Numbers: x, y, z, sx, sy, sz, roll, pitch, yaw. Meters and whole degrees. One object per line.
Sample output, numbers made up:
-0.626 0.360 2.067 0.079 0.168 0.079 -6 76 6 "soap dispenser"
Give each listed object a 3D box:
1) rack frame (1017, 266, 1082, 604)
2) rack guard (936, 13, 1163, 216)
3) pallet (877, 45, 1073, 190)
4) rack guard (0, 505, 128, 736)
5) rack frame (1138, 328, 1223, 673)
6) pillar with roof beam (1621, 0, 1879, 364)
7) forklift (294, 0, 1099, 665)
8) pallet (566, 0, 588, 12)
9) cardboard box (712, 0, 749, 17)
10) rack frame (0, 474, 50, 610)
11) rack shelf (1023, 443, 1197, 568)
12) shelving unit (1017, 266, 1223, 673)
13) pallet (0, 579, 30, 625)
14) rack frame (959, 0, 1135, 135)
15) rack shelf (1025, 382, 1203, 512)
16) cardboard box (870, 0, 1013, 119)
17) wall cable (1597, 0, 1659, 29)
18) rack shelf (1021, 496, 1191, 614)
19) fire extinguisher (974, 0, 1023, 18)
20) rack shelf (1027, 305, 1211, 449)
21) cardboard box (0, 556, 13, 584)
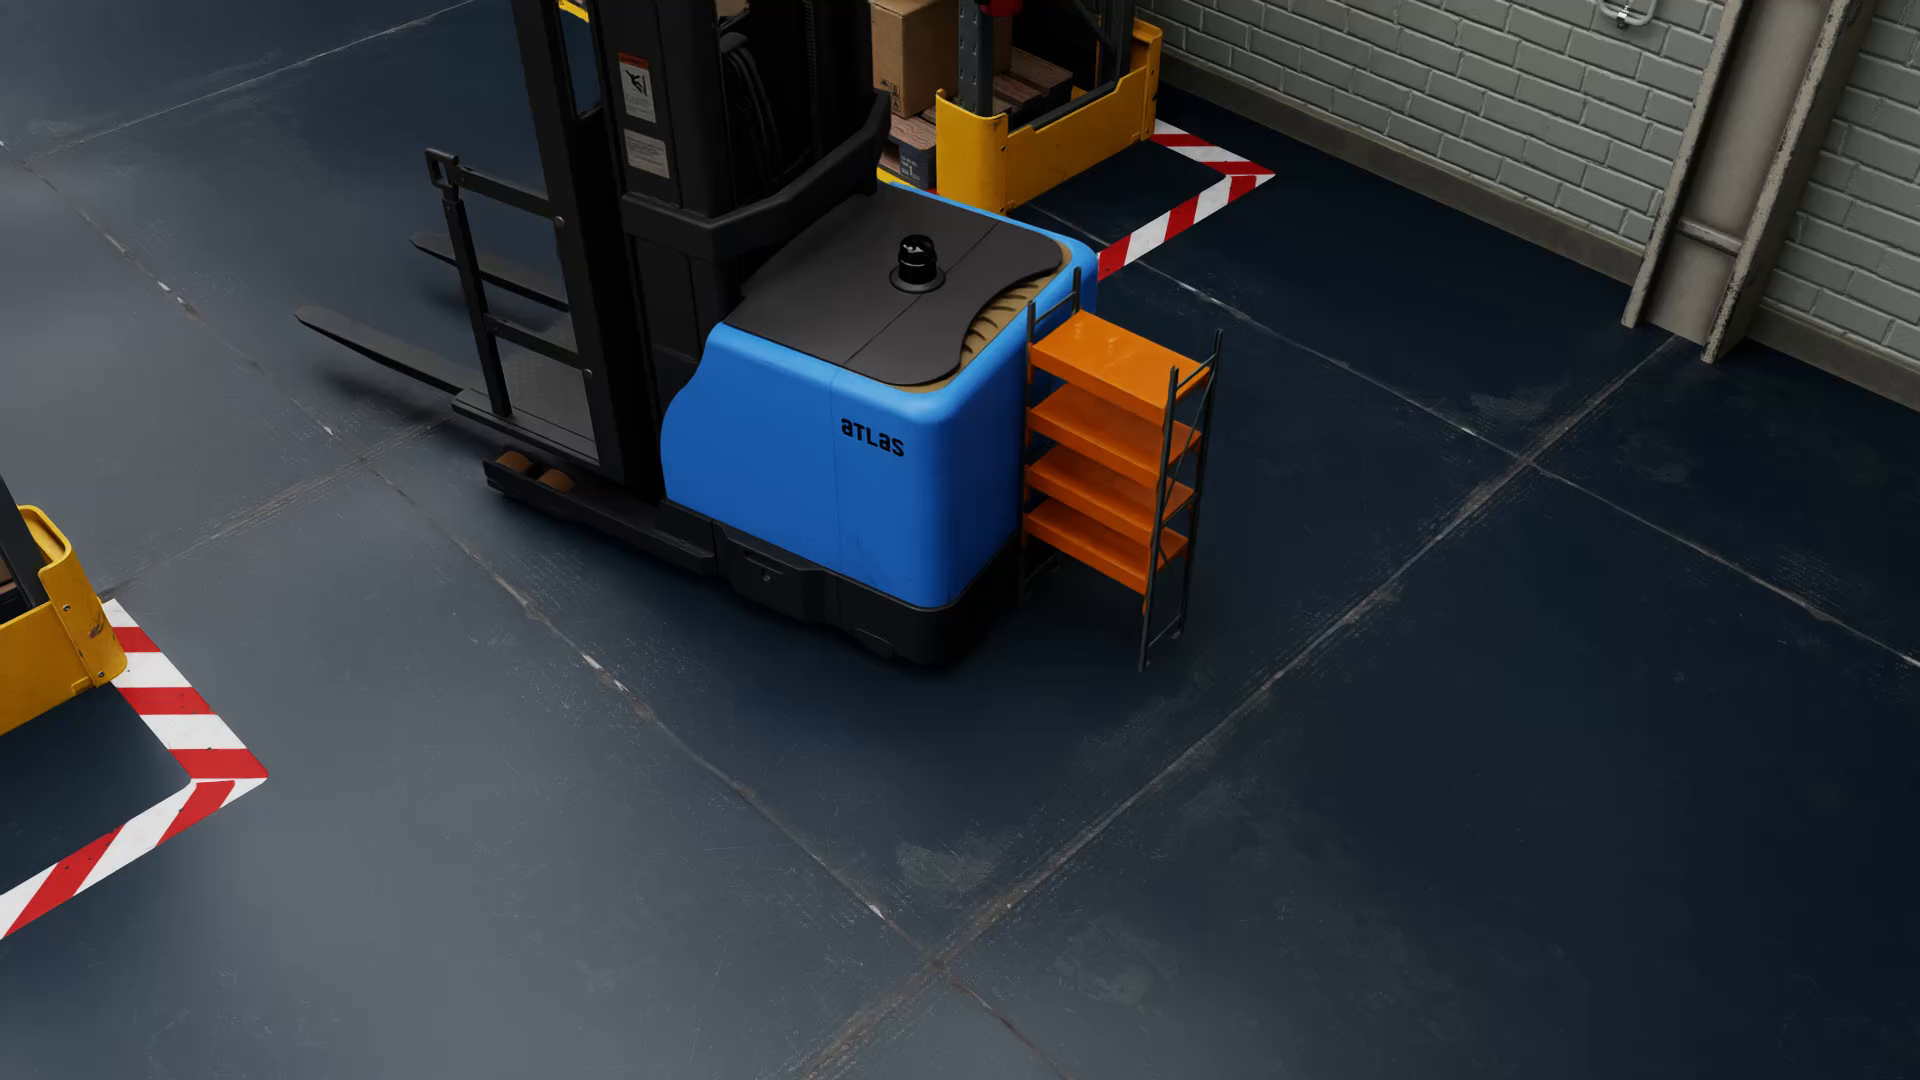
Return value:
0.273 -0.292 5.182 0.015 1.200 0.240 29 50 28 "rack frame"
0.405 -1.907 7.446 1.175 0.500 0.348 -34 53 -31 "rack guard"
-0.232 -2.160 7.932 1.003 0.211 1.213 -34 53 -31 "pallet"
-3.170 0.420 4.927 1.175 0.500 0.348 -34 53 -31 "rack guard"
0.650 -0.082 4.955 0.015 1.200 0.240 29 50 28 "rack frame"
-0.141 -2.094 1.386 9.100 9.000 0.400 -34 53 -31 "pillar with roof beam"
-1.081 -1.440 5.149 3.031 2.935 1.130 22 47 22 "forklift"
-1.955 -3.332 9.200 1.003 0.211 1.213 -34 53 -31 "pallet"
-0.886 -2.843 8.149 0.500 0.500 0.700 32 52 30 "cardboard box"
-3.117 -0.461 4.039 1.000 3.000 0.127 -34 53 -31 "rack frame"
0.461 -0.138 5.114 0.480 0.148 0.258 29 50 28 "rack shelf"
0.461 -0.187 5.069 0.503 1.200 0.258 29 50 28 "shelving unit"
-3.734 0.144 5.439 1.003 0.211 1.213 -34 53 -31 "pallet"
0.388 -2.837 6.610 1.000 3.000 0.127 -34 53 -31 "rack frame"
0.461 -0.302 4.962 0.480 0.148 0.258 29 50 28 "rack shelf"
-0.177 -2.362 7.628 0.700 0.500 0.500 -34 53 -31 "cardboard box"
1.962 -3.048 6.090 0.084 1.984 1.851 -34 53 -31 "wall cable"
0.461 0.008 5.249 0.480 0.148 0.258 29 50 28 "rack shelf"
0.168 -2.378 6.445 0.296 0.674 0.183 -34 53 -31 "fire extinguisher"
0.461 -0.476 4.802 0.480 0.148 0.258 29 50 28 "rack shelf"
-3.169 0.058 5.253 0.380 0.149 0.250 -34 53 -31 "cardboard box"
